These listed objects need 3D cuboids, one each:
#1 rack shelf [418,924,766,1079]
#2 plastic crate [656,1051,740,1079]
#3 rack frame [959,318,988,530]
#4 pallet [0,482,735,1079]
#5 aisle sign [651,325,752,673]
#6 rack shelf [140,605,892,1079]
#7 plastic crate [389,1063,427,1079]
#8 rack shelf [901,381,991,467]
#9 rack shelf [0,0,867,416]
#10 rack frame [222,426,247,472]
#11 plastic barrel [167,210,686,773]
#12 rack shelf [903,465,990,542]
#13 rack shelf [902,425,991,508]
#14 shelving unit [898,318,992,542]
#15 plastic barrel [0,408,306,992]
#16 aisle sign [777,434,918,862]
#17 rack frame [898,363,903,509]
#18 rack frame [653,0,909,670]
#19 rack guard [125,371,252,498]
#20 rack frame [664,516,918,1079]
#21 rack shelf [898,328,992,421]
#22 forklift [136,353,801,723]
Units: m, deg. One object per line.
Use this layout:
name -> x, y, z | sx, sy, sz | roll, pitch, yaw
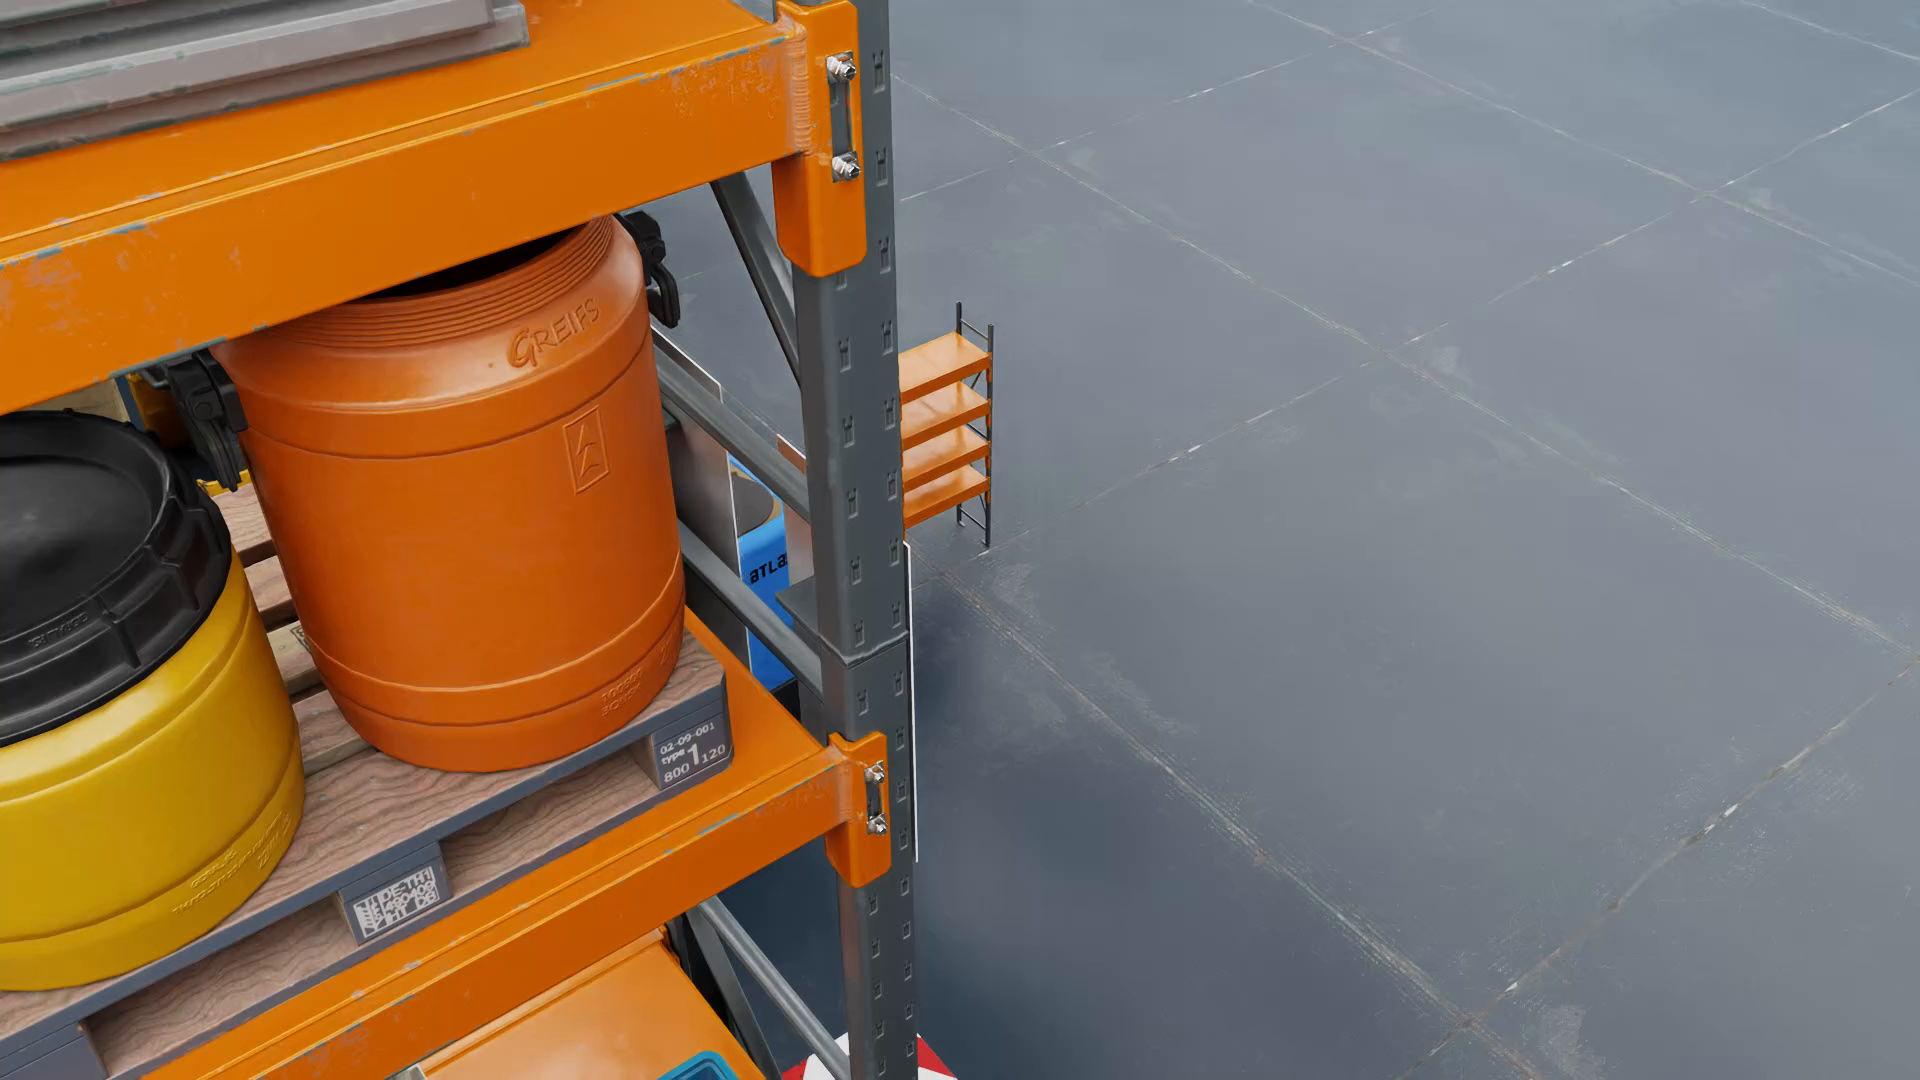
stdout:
rack shelf -> -2.027, 2.151, 3.330 | 4.000, 0.370, 1.077 | -26, 46, -28
plastic crate -> -0.655, 1.501, 3.672 | 0.616, 0.251, 0.499 | -26, 46, -28
rack frame -> 0.062, -0.495, 7.407 | 0.006, 1.046, 0.228 | -26, 46, -28
pallet -> -1.156, 0.284, 2.823 | 1.213, 0.211, 1.003 | -26, 46, -28
aisle sign -> -0.562, -0.080, 3.433 | 0.004, 0.787, 0.394 | -26, 46, -28
rack shelf -> -2.027, 0.991, 2.379 | 4.000, 0.370, 1.077 | -26, 46, -28
plastic crate -> -1.346, 1.386, 3.903 | 0.250, 0.136, 0.298 | -26, 46, -28
rack shelf -> -0.131, -0.521, 7.192 | 0.480, 0.148, 0.258 | -26, 46, -28
rack shelf -> -2.027, -0.014, 1.554 | 4.000, 0.370, 1.077 | -26, 46, -28
rack frame -> -3.459, -1.391, 7.080 | 0.127, 3.000, 1.000 | -26, 46, -28
plastic barrel -> -0.749, -0.136, 2.517 | 0.708, 0.830, 0.600 | -26, 46, -28
rack shelf -> -0.131, -0.194, 7.460 | 0.480, 0.148, 0.258 | -26, 46, -28
rack shelf -> -0.131, -0.348, 7.334 | 0.480, 0.148, 0.258 | -26, 46, -28
shelving unit -> -0.133, -0.399, 7.290 | 0.499, 1.200, 0.258 | -26, 46, -28
plastic barrel -> -1.267, 0.210, 2.285 | 0.600, 0.588, 0.600 | 0, 39, 0
aisle sign -> -0.203, 0.216, 3.071 | 0.004, 0.787, 0.394 | -26, 46, -28
rack frame -> -0.325, -0.306, 7.176 | 0.015, 1.200, 0.240 | -26, 46, -28
rack frame -> -0.441, -1.219, 2.141 | 0.127, 3.000, 1.000 | -26, 46, -28
rack guard -> -3.519, -0.395, 7.837 | 0.348, 0.500, 1.175 | -26, 46, -28
rack frame -> -0.441, 1.100, 4.044 | 0.127, 3.000, 1.000 | -26, 46, -28
rack shelf -> -0.131, -0.704, 7.042 | 0.480, 0.148, 0.258 | -26, 46, -28
forklift -> -9.164, -3.529, 9.740 | 6.136, 2.935, 18.991 | -30, 48, -31
